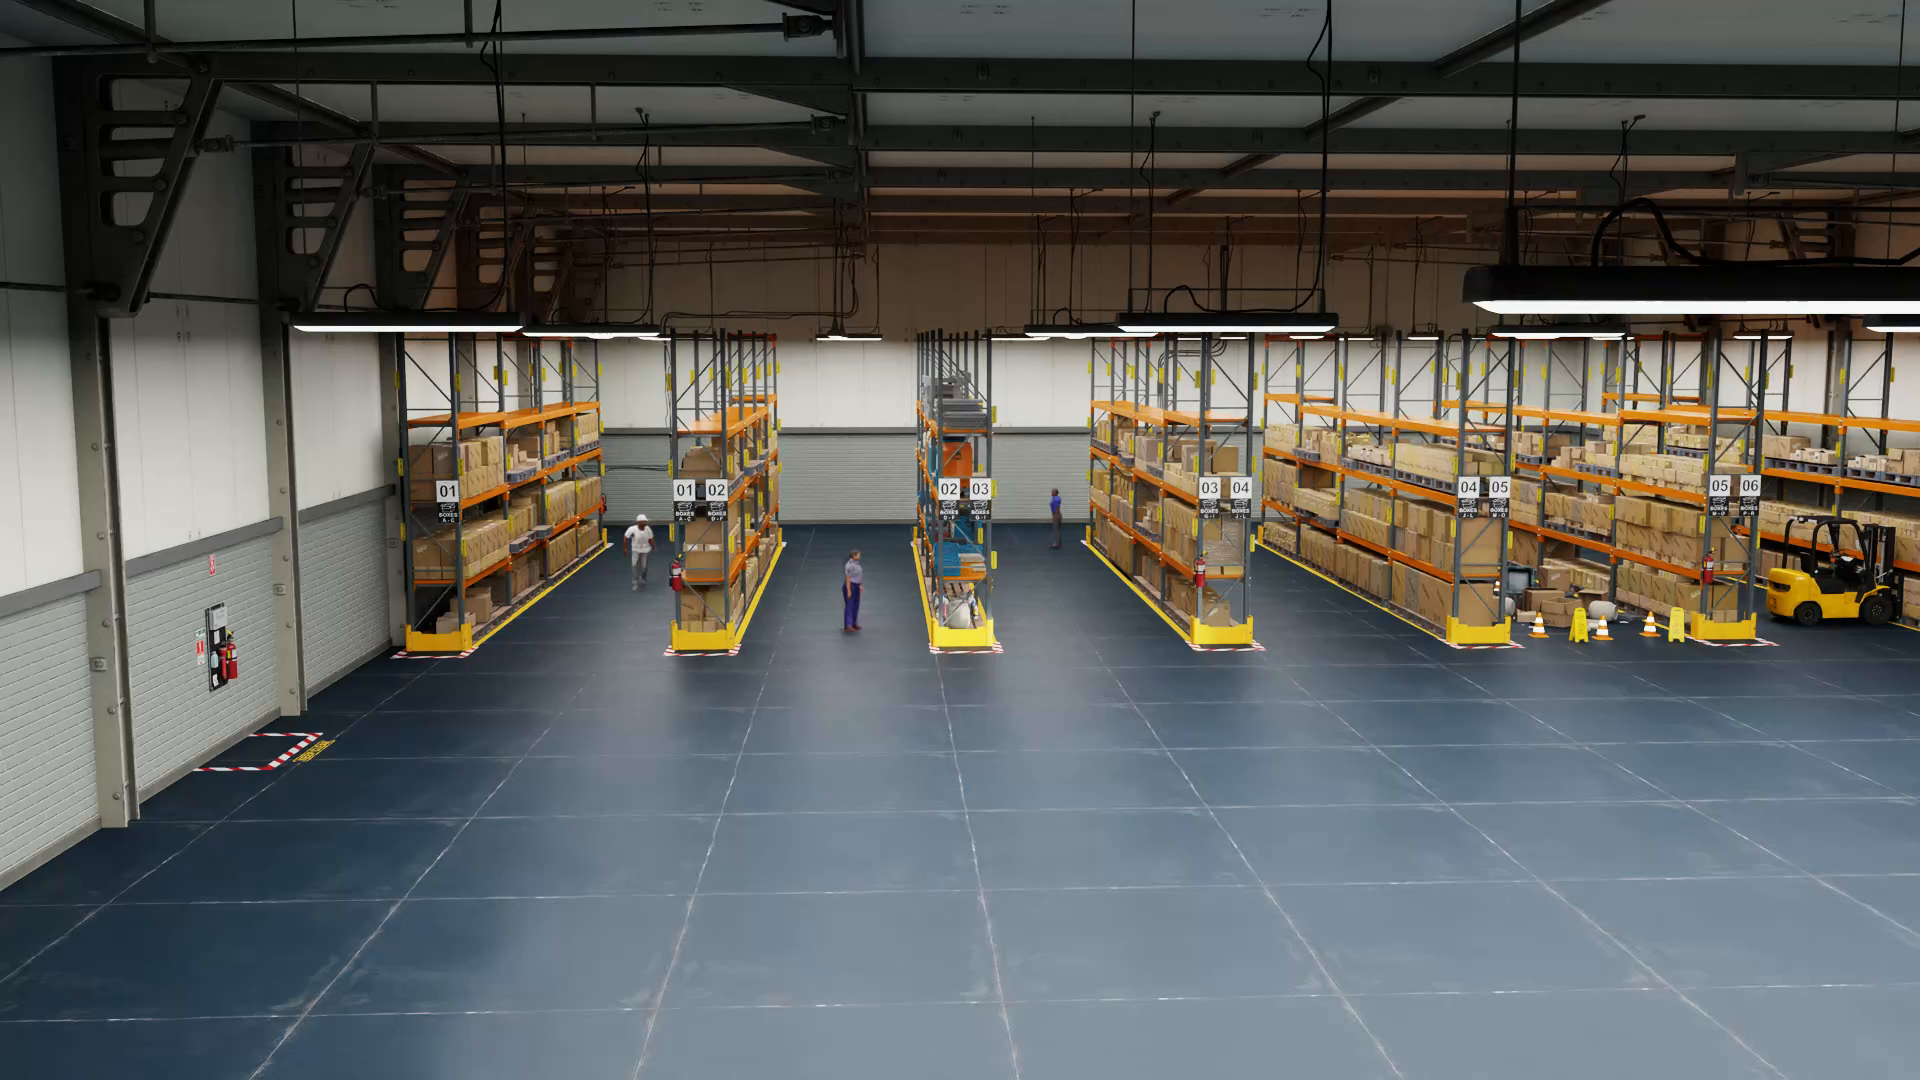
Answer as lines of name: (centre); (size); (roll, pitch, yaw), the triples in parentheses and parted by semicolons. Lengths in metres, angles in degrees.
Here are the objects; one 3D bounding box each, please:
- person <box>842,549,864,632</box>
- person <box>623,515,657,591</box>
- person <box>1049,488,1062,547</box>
person: (-2.151, 0.999, 33.257); (0.385, 1.671, 0.509); (2, 7, 16)
person: (-7.526, 0.268, 39.147); (0.806, 1.739, 1.003); (0, 7, -4)
person: (2.666, -0.642, 46.955); (0.383, 1.664, 0.463); (-2, 7, -15)
